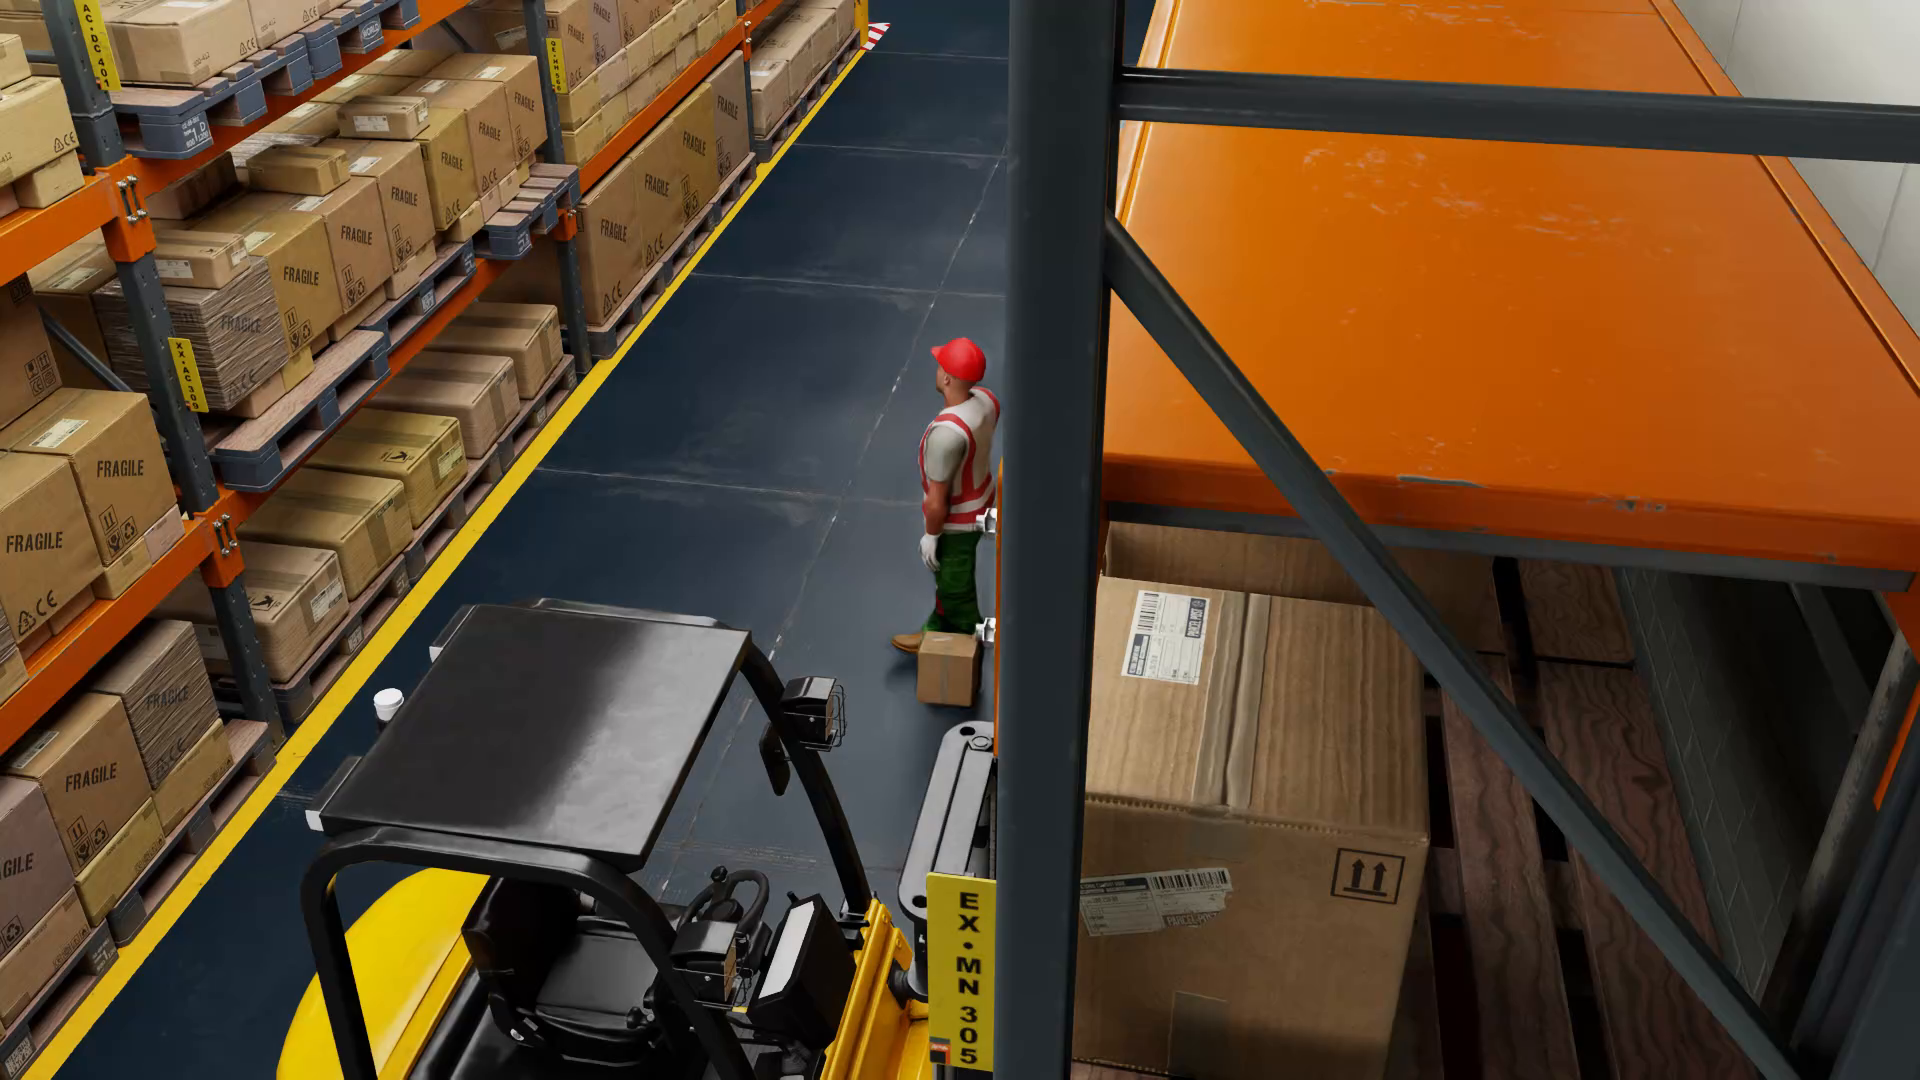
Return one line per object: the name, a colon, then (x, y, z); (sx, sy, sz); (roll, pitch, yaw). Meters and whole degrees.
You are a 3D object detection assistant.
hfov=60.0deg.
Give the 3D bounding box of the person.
person: (-0.107, -0.124, 7.762); (0.531, 1.791, 0.582); (10, 33, 15)
